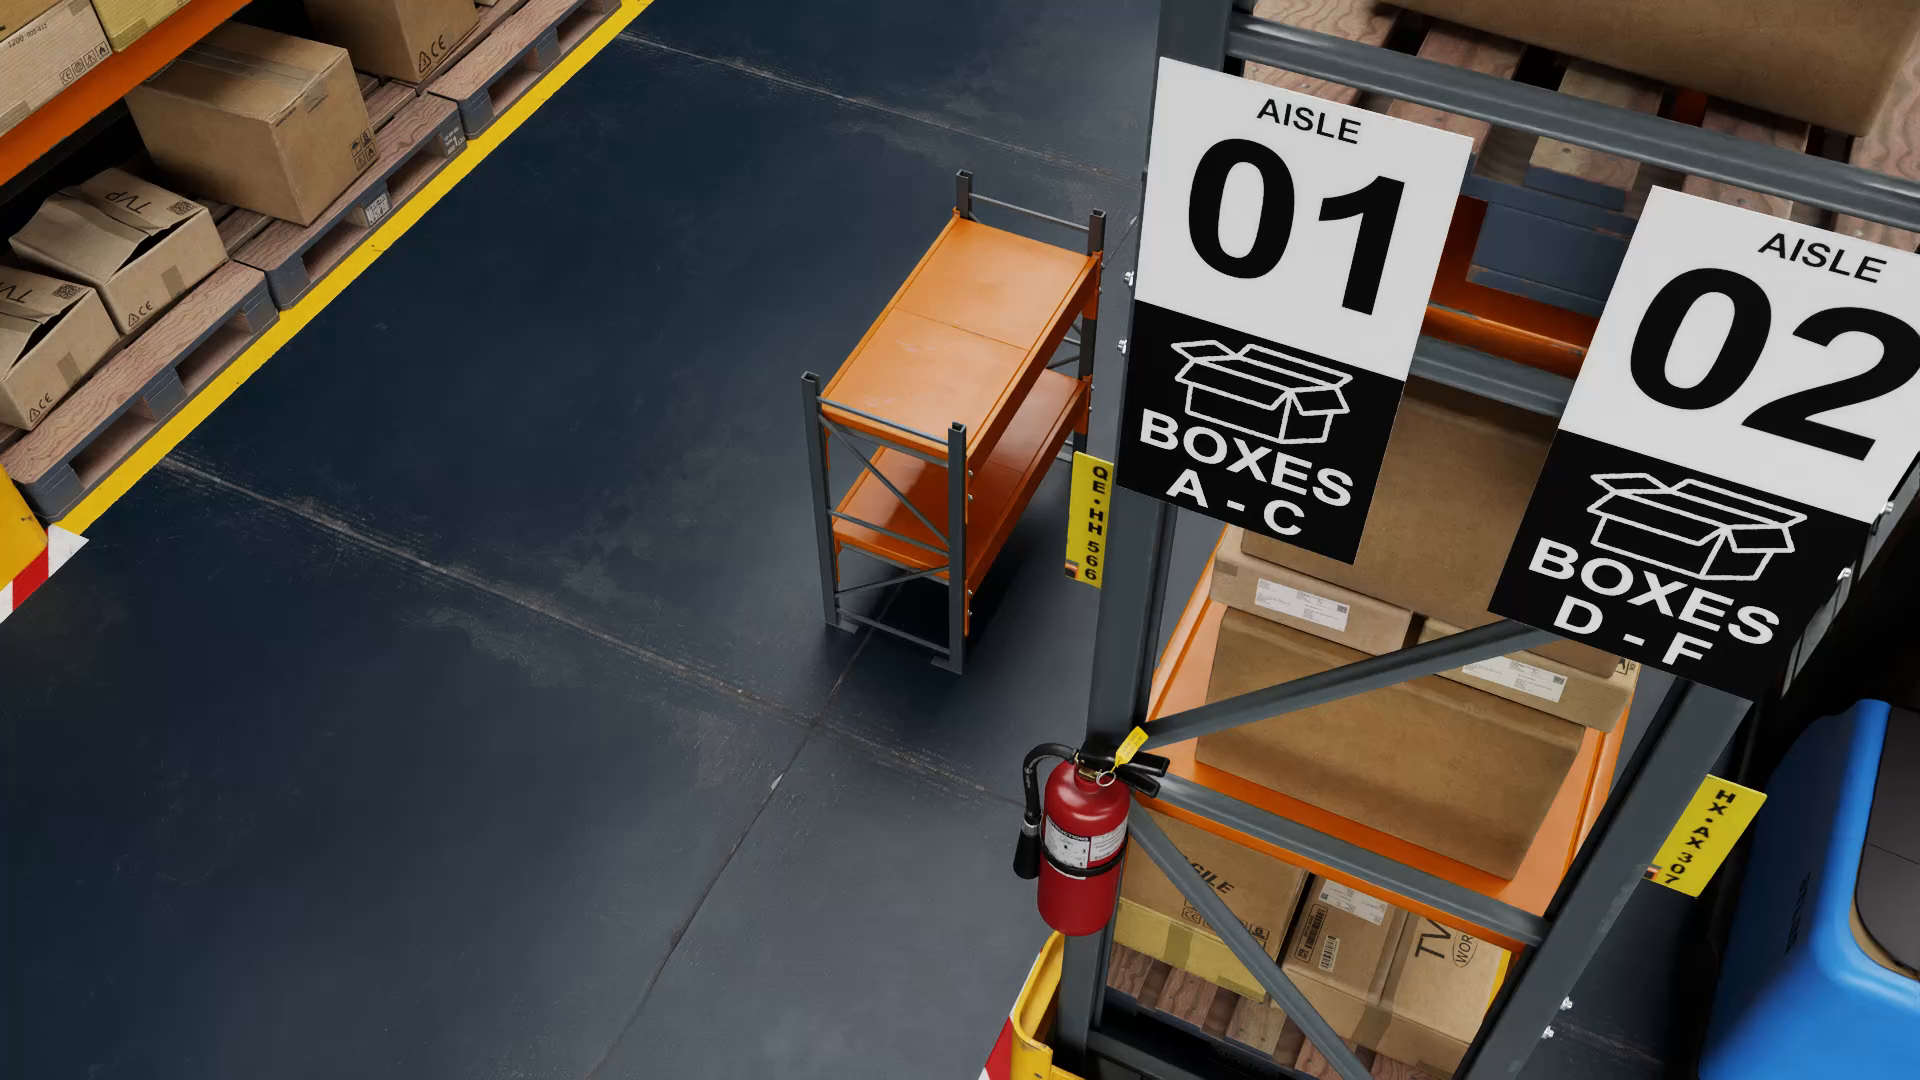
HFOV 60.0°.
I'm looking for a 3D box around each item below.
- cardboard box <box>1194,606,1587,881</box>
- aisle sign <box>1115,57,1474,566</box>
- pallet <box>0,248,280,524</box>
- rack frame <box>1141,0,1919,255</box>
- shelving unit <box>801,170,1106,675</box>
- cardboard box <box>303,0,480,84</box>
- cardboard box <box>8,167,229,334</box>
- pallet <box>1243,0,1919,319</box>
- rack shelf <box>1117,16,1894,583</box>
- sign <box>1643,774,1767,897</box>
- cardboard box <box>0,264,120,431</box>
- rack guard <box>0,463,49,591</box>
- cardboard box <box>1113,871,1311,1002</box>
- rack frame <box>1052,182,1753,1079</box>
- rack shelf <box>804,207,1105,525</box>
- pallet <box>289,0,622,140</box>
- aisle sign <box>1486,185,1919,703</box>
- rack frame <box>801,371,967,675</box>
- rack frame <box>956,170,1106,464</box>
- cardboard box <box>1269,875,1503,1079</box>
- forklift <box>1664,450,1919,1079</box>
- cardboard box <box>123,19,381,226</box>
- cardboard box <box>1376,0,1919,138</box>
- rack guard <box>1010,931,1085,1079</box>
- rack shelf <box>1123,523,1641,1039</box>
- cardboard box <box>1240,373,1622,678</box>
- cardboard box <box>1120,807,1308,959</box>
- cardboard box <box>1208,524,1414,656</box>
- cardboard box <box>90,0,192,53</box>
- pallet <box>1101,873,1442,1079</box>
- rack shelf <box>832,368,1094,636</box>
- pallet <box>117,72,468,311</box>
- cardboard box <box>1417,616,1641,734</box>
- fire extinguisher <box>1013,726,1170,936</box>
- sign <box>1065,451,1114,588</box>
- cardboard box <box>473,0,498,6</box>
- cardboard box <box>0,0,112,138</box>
[{"bbox_3d":[0.932,0.262,3.492,0.700,0.500,0.500,20,52,16],"label":"cardboard box"},{"bbox_3d":[0.427,-0.281,2.312,0.394,0.787,0.004,20,52,16],"label":"aisle sign"},{"bbox_3d":[-3.348,-0.694,6.202,1.003,0.211,1.213,20,52,16],"label":"pallet"},{"bbox_3d":[0.721,-1.332,0.975,1.000,3.000,0.127,20,52,16],"label":"rack frame"},{"bbox_3d":[0.003,-0.369,5.326,0.538,1.125,1.048,20,52,16],"label":"shelving unit"},{"bbox_3d":[-2.458,-2.356,7.138,0.500,0.500,0.500,16,52,13],"label":"cardboard box"},{"bbox_3d":[-3.139,-1.108,6.200,0.500,0.311,0.500,24,54,19],"label":"cardboard box"},{"bbox_3d":[1.046,-0.810,2.558,1.003,0.211,1.213,20,52,16],"label":"pallet"},{"bbox_3d":[1.575,-1.504,3.563,1.077,0.370,4.000,20,52,16],"label":"rack shelf"},{"bbox_3d":[1.220,0.490,2.743,0.100,0.325,0.005,20,52,16],"label":"sign"},{"bbox_3d":[-3.383,-0.716,5.866,0.500,0.311,0.500,14,51,12],"label":"cardboard box"},{"bbox_3d":[-3.727,-0.239,5.626,1.175,0.500,0.348,20,52,16],"label":"rack guard"},{"bbox_3d":[0.683,0.902,4.543,0.500,0.250,0.500,20,52,16],"label":"cardboard box"},{"bbox_3d":[0.721,0.612,3.260,1.000,3.000,0.127,20,52,16],"label":"rack frame"},{"bbox_3d":[0.003,-0.559,5.103,0.538,0.278,1.000,20,52,16],"label":"rack shelf"},{"bbox_3d":[-2.306,-2.374,7.631,1.003,0.211,1.213,20,52,16],"label":"pallet"},{"bbox_3d":[0.970,-0.086,2.146,0.394,0.787,0.004,20,52,16],"label":"aisle sign"},{"bbox_3d":[-0.214,-0.019,5.028,0.500,1.125,0.032,20,52,16],"label":"rack frame"},{"bbox_3d":[0.220,-0.719,5.623,0.500,1.125,0.032,20,52,16],"label":"rack frame"},{"bbox_3d":[1.151,1.070,4.400,0.500,0.250,0.500,20,52,16],"label":"cardboard box"},{"bbox_3d":[2.971,-0.185,3.983,1.130,2.935,3.031,22,53,17],"label":"forklift"},{"bbox_3d":[-2.780,-1.658,6.544,0.700,0.500,0.500,17,52,14],"label":"cardboard box"},{"bbox_3d":[0.970,-0.969,2.200,0.797,0.503,0.637,23,53,18],"label":"cardboard box"},{"bbox_3d":[0.711,1.439,4.198,1.175,0.500,0.348,20,52,16],"label":"rack guard"},{"bbox_3d":[1.575,-0.532,4.706,1.077,0.370,4.000,20,52,16],"label":"rack shelf"},{"bbox_3d":[0.955,-0.195,3.029,0.700,0.500,0.500,20,52,16],"label":"cardboard box"},{"bbox_3d":[0.681,0.658,4.258,0.500,0.500,0.500,20,52,16],"label":"cardboard box"},{"bbox_3d":[0.712,0.044,3.251,0.380,0.149,0.250,19,52,15],"label":"cardboard box"},{"bbox_3d":[-2.832,-1.899,5.482,0.500,0.250,0.500,19,52,16],"label":"cardboard box"},{"bbox_3d":[1.010,0.975,4.781,1.003,0.211,1.213,20,52,16],"label":"pallet"},{"bbox_3d":[0.003,-0.211,5.512,0.538,0.278,1.000,20,52,16],"label":"rack shelf"},{"bbox_3d":[-2.826,-1.531,6.914,1.003,0.211,1.213,20,52,16],"label":"pallet"},{"bbox_3d":[1.083,0.169,3.145,0.380,0.149,0.250,19,52,16],"label":"cardboard box"},{"bbox_3d":[0.250,0.567,3.349,0.296,0.674,0.183,20,52,16],"label":"fire extinguisher"},{"bbox_3d":[0.236,-0.026,2.887,0.100,0.325,0.005,20,52,16],"label":"sign"},{"bbox_3d":[-2.252,-2.598,7.562,0.380,0.166,0.250,14,51,11],"label":"cardboard box"},{"bbox_3d":[-3.055,-1.550,5.185,0.500,0.250,0.500,18,52,15],"label":"cardboard box"}]
